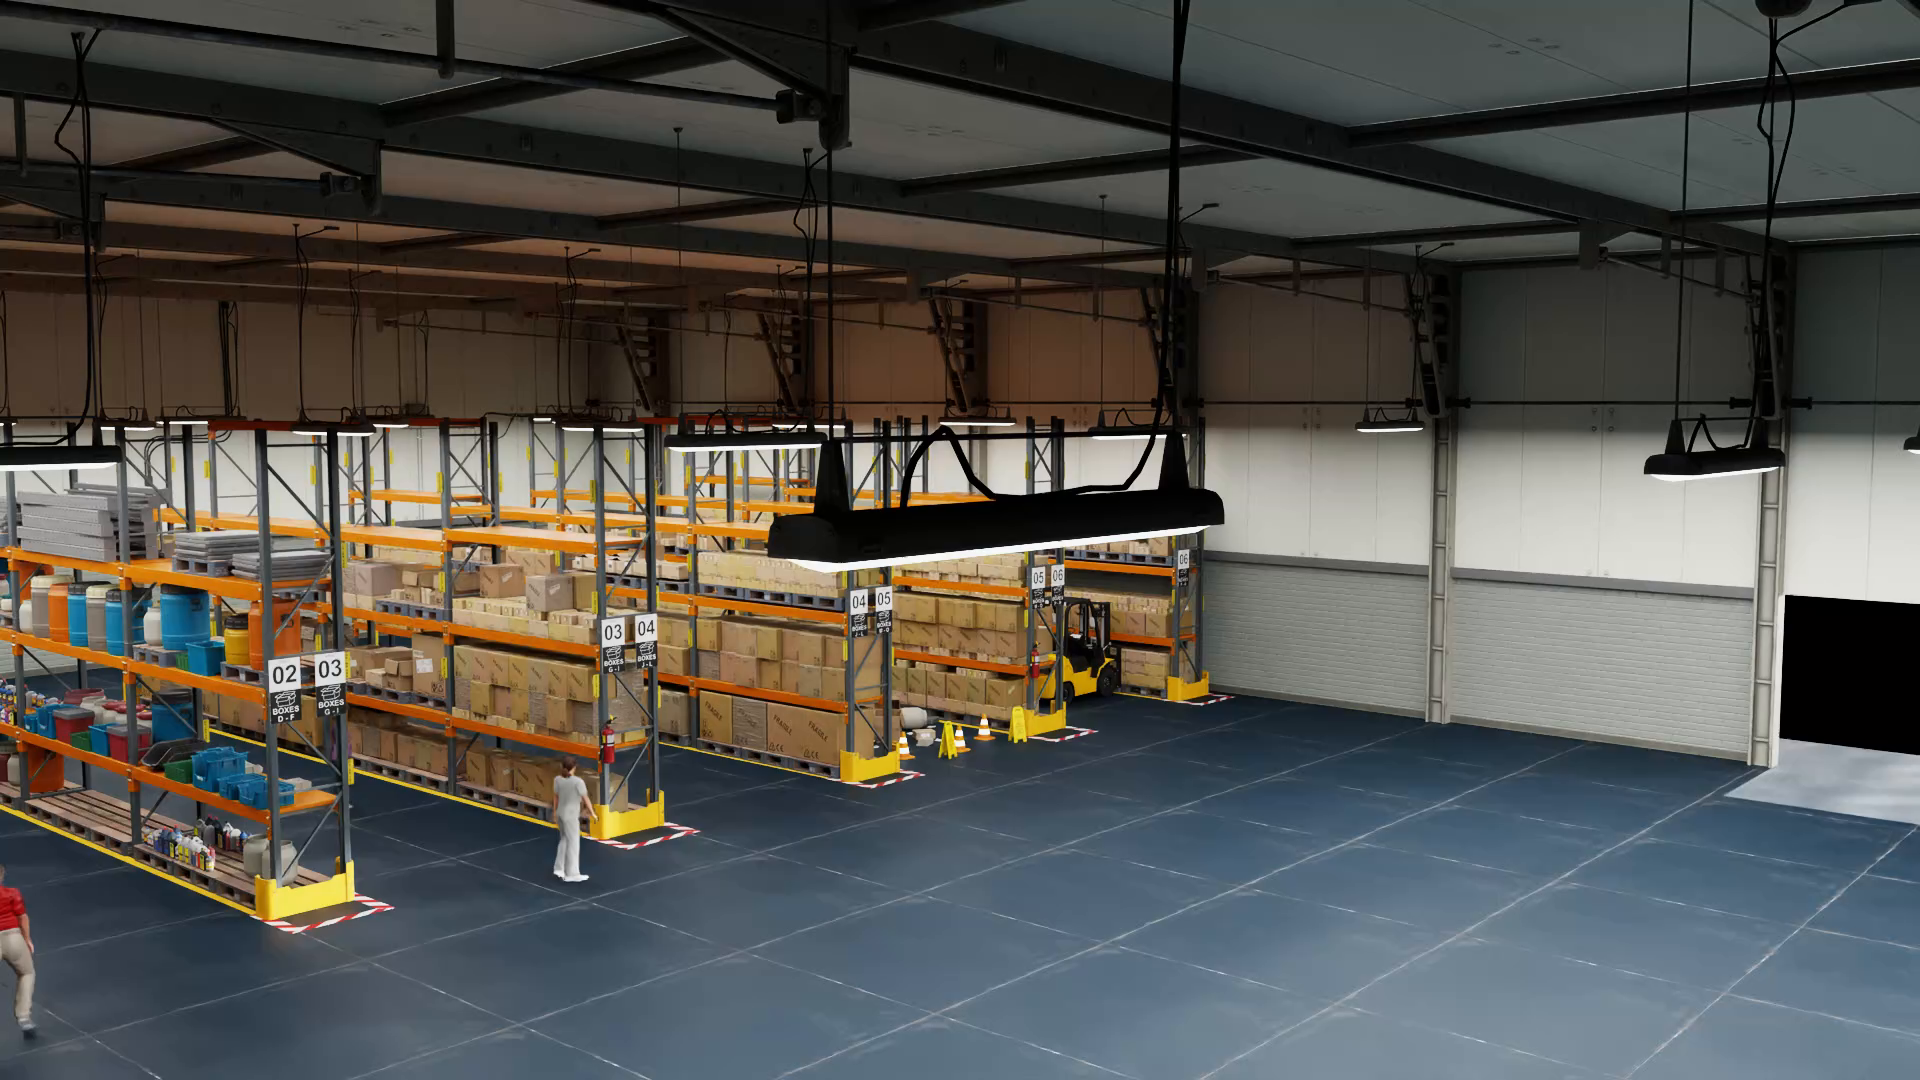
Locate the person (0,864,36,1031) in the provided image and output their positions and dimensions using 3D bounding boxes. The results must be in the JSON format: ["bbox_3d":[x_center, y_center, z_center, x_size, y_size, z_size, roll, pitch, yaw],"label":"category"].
[{"bbox_3d":[-9.587,4.122,16.544,0.656,1.658,0.418,-2,5,-25],"label":"person"}]

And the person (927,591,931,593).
[{"bbox_3d":[-0.698,2.040,37.797,0.599,1.773,0.491,-2,5,-20],"label":"person"}]

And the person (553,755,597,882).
[{"bbox_3d":[-5.117,3.678,22.044,0.481,1.705,0.563,-4,6,-40],"label":"person"}]

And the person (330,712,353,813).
[{"bbox_3d":[-9.593,3.424,25.797,0.322,1.640,0.502,-1,5,-7],"label":"person"}]
